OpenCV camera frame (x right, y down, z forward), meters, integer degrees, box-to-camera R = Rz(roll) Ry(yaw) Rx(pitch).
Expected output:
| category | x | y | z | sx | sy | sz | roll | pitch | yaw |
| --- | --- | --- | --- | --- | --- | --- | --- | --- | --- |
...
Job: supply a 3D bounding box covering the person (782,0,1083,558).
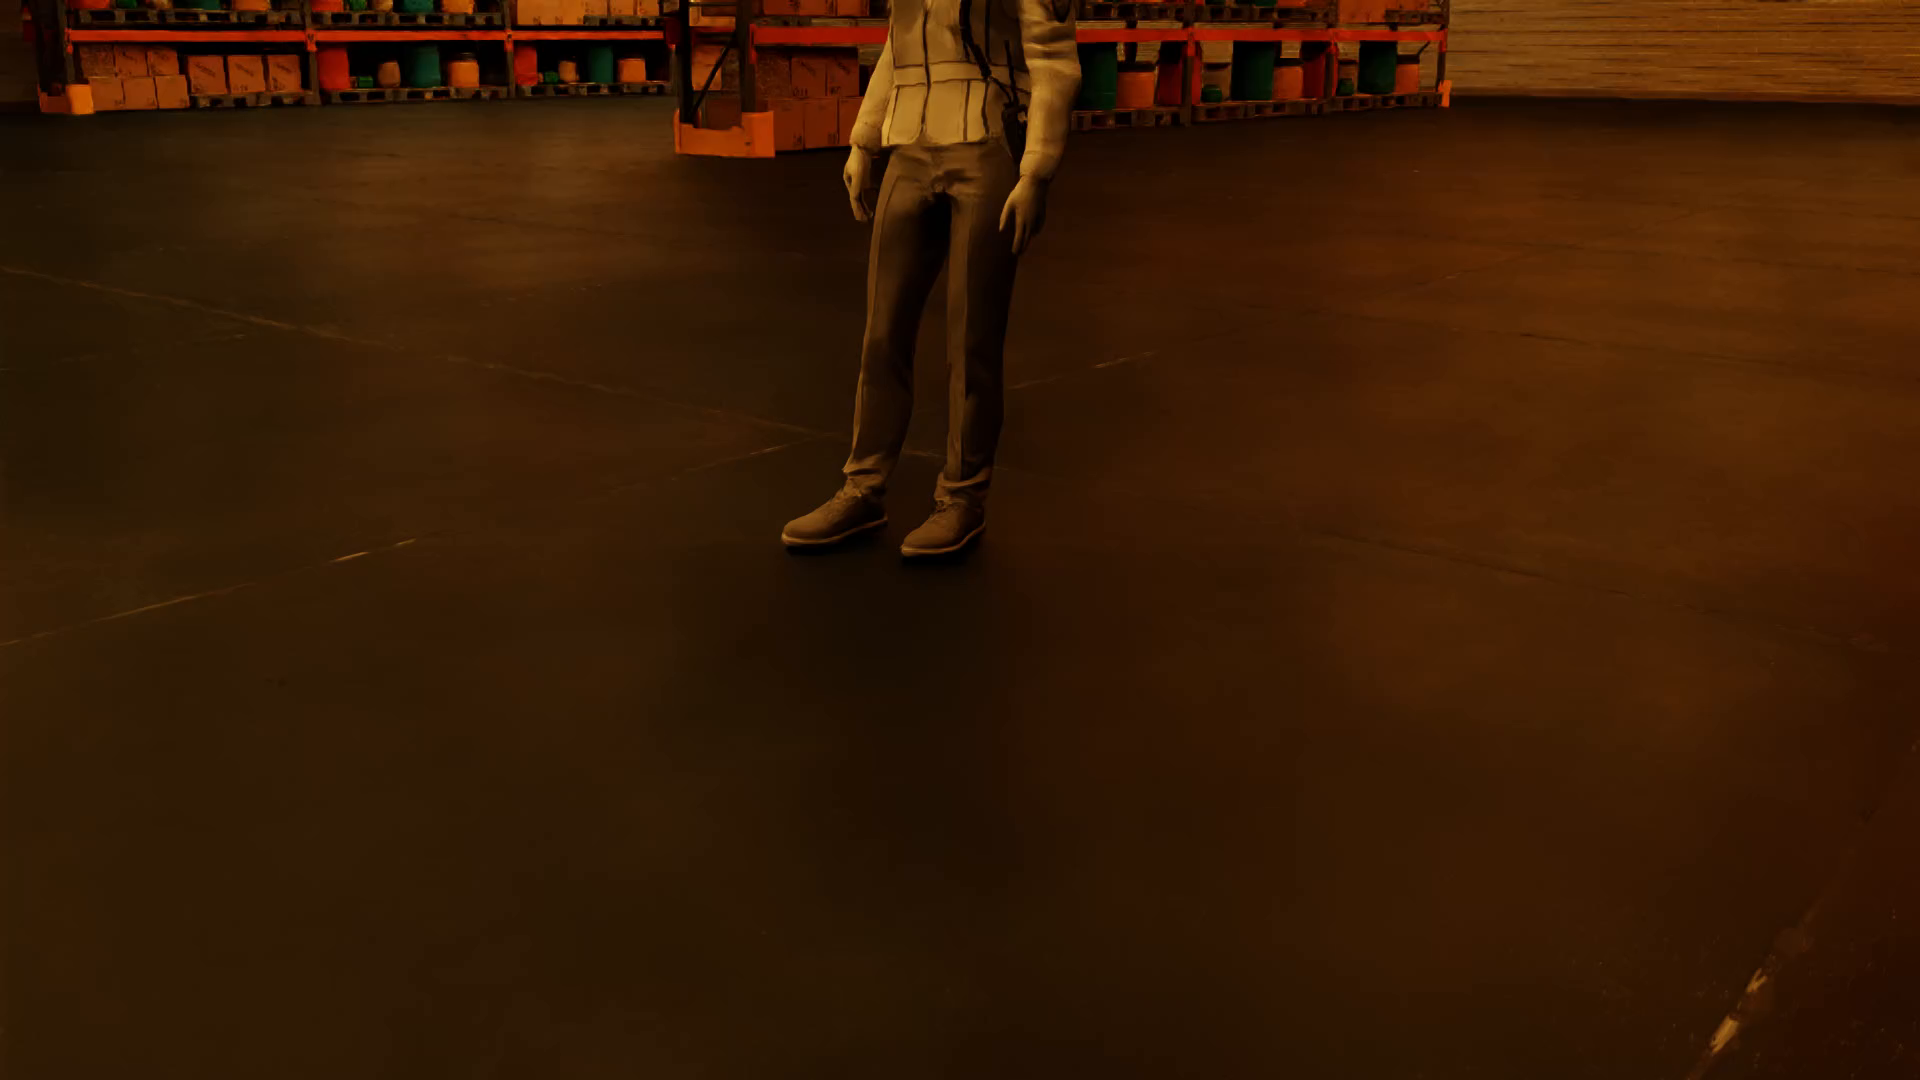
| category | x | y | z | sx | sy | sz | roll | pitch | yaw |
| --- | --- | --- | --- | --- | --- | --- | --- | --- | --- |
| person | -0.049 | -0.804 | 3.648 | 0.586 | 1.695 | 0.533 | 13 | 21 | 37 |
